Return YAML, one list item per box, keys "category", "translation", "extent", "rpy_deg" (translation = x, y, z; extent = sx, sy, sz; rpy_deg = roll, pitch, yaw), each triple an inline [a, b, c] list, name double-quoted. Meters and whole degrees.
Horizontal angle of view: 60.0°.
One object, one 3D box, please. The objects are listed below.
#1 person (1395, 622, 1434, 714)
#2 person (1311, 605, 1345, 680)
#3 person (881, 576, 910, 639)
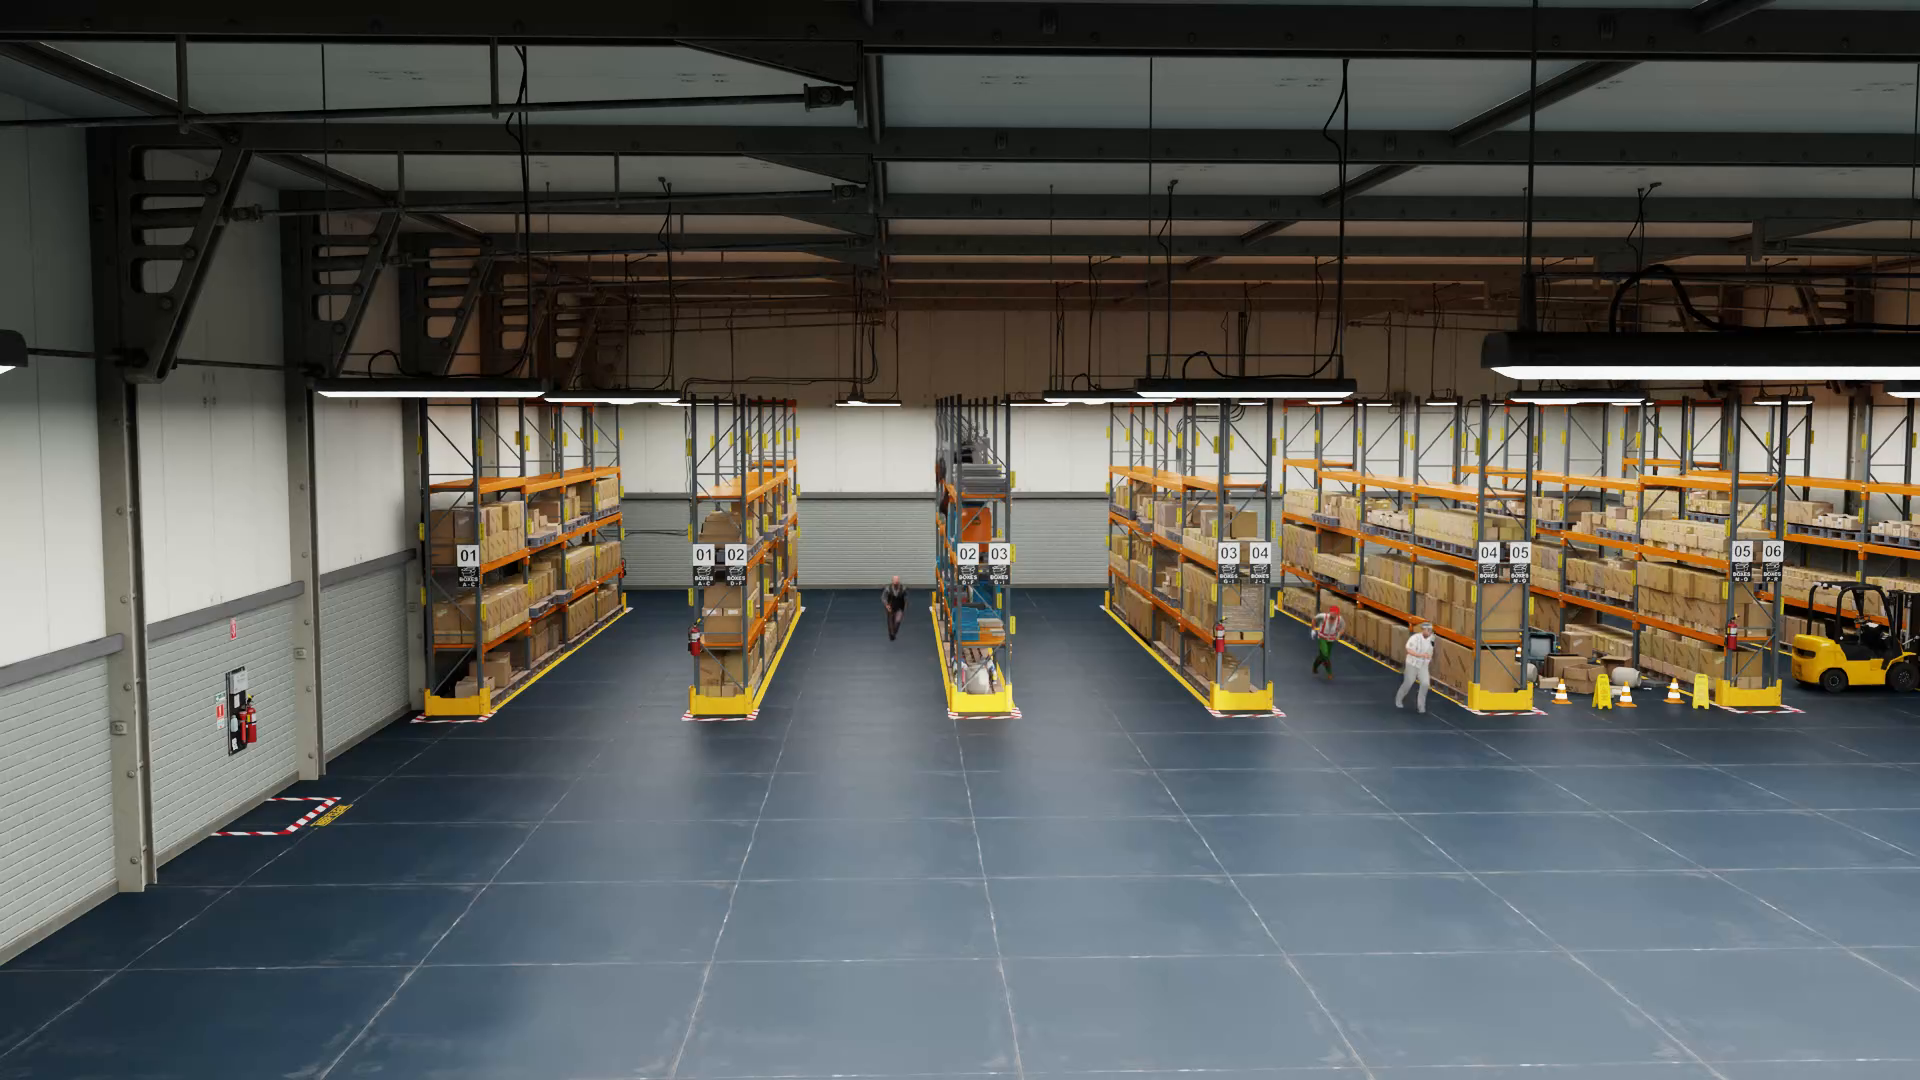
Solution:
- category: "person"
  translation: [8.701, 2.423, 31.572]
  extent: [0.726, 1.804, 0.896]
  rpy_deg: [-2, 5, -19]
- category: "person"
  translation: [7.816, 2.147, 35.496]
  extent: [0.683, 1.602, 1.130]
  rpy_deg: [-1, 5, -7]
- category: "person"
  translation: [-1.534, 1.624, 39.643]
  extent: [0.684, 1.564, 0.857]
  rpy_deg: [0, 5, -4]
